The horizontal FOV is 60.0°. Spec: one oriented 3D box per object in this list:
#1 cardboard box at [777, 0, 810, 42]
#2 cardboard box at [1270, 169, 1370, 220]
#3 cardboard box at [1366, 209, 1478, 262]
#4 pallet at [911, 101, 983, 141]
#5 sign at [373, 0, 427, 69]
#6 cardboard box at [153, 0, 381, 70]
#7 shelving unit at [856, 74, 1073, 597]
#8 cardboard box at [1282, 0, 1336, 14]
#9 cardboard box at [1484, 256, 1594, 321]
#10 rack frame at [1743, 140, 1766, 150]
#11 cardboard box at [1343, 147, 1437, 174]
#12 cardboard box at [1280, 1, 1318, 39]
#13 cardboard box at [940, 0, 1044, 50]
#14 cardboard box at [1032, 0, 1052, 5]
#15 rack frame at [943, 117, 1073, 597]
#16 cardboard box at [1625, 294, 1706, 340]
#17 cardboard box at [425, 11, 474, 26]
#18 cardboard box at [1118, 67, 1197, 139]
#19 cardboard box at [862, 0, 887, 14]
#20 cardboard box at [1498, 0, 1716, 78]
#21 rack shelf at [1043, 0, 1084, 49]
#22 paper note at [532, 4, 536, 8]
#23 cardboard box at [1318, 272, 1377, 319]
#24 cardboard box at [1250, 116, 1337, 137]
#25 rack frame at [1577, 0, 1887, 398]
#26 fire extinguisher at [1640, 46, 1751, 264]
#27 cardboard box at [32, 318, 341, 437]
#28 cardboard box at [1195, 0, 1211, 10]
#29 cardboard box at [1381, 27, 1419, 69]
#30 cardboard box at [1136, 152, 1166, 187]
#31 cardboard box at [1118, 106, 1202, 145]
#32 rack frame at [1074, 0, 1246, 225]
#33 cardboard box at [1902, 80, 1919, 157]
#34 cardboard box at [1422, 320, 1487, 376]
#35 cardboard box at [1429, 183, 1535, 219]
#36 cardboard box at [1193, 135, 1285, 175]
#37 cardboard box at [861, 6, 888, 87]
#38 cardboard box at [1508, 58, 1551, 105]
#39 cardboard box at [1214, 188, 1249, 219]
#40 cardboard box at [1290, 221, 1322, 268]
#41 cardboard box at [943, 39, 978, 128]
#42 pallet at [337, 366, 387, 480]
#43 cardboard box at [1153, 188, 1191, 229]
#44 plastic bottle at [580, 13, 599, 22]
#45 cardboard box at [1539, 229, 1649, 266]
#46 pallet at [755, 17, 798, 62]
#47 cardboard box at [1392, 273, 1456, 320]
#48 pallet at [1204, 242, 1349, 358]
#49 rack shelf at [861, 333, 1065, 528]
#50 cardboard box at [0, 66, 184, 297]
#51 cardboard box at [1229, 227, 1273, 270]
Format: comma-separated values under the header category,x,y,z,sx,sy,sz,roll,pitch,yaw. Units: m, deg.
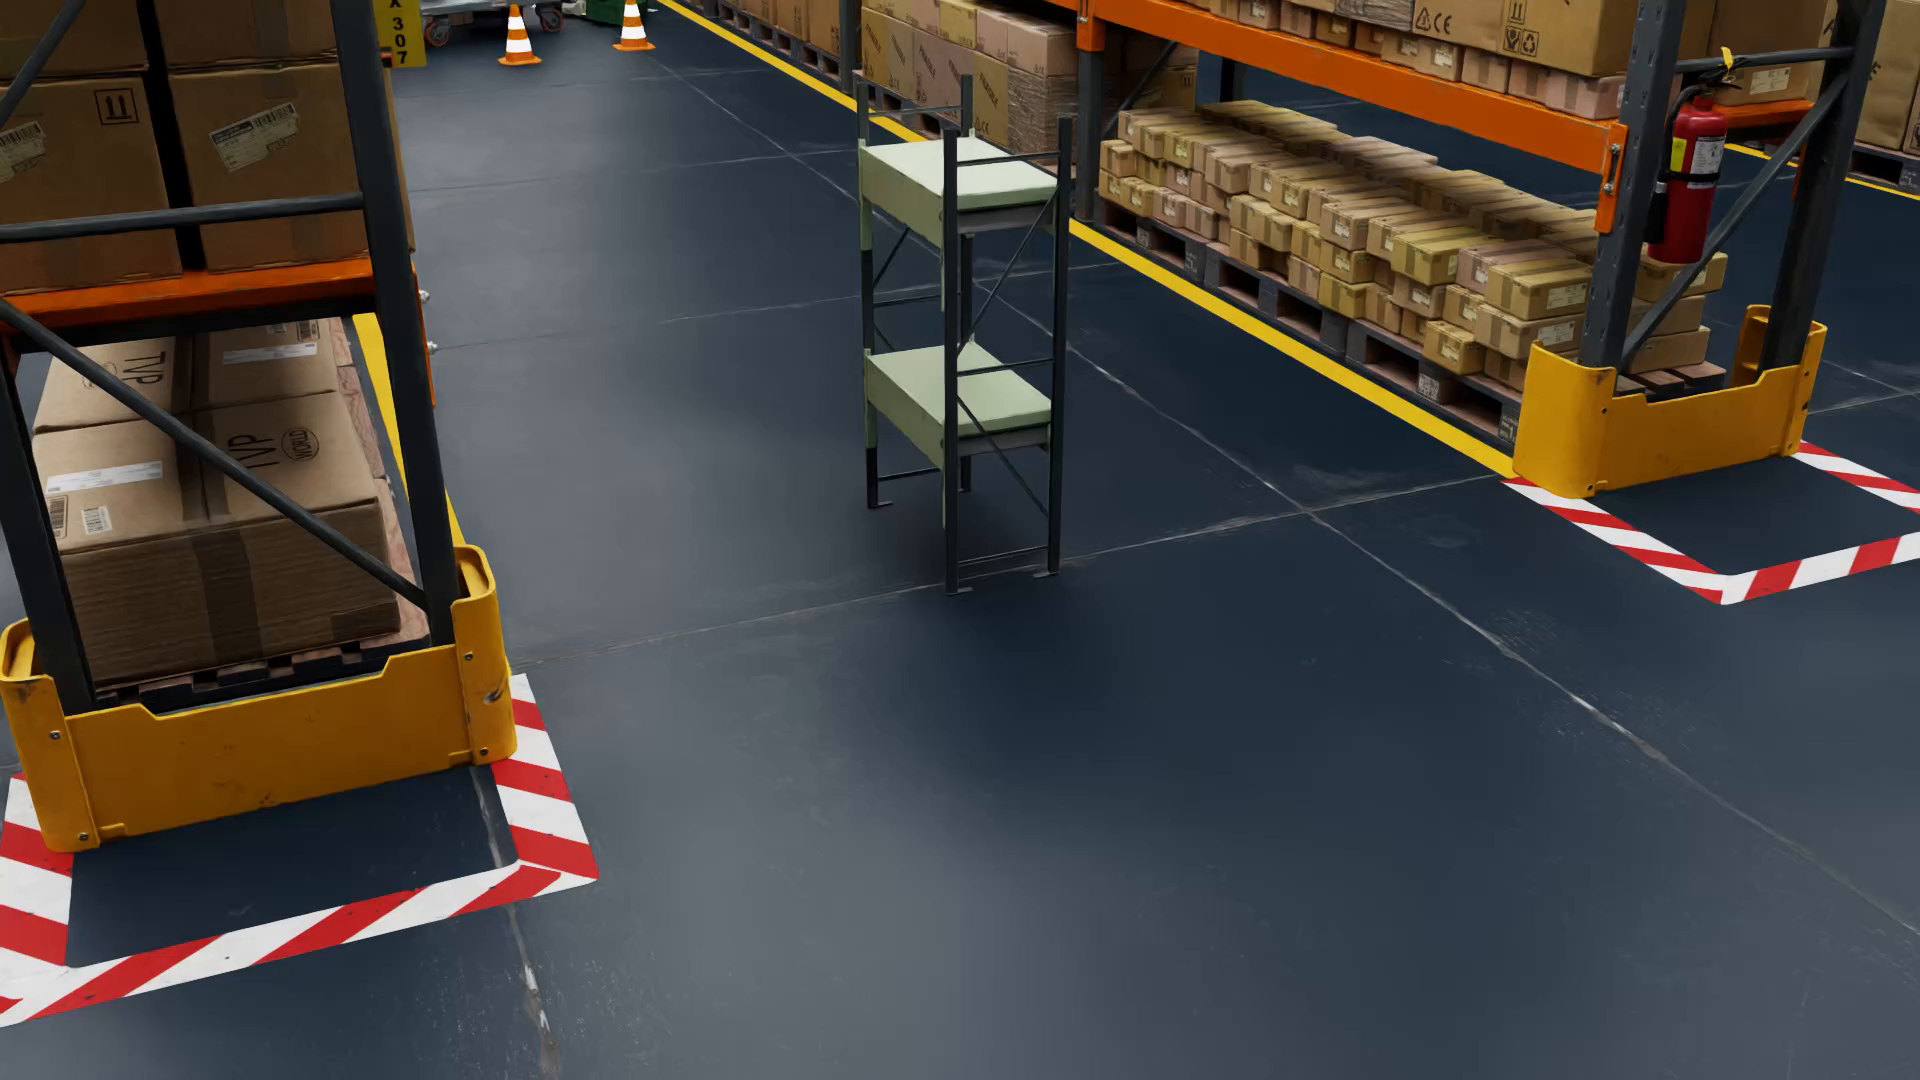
category,x,y,z,sx,sy,sz,roll,pitch,yaw
cardboard box,-0.931,-4.648,13.936,1.050,0.750,0.750,-10,28,-20
cardboard box,1.669,-1.606,7.714,0.380,0.149,0.250,-10,28,-20
cardboard box,1.956,-1.281,7.048,0.380,0.149,0.250,-12,28,-23
pallet,0.349,-2.796,11.235,1.003,0.211,1.213,-11,28,-21
sign,-1.299,-1.253,3.820,0.100,0.325,0.005,-11,28,-21
cardboard box,-1.738,-1.472,4.093,0.500,0.500,0.500,-11,28,-22
shelving unit,-0.003,-0.677,5.426,0.431,1.500,0.755,-11,28,-21
cardboard box,1.700,-2.557,7.116,0.500,0.500,0.500,-9,27,-18
cardboard box,2.263,-0.972,6.414,0.380,0.149,0.250,-10,28,-20
rack frame,5.740,-4.053,10.632,1.000,3.000,0.127,-11,28,-21
cardboard box,2.094,-1.804,8.118,0.380,0.149,0.250,-12,28,-22
cardboard box,1.655,-2.334,7.399,0.380,0.149,0.250,-9,28,-19
cardboard box,0.203,-3.322,10.651,0.500,0.250,0.500,-12,28,-23
cardboard box,0.684,-3.409,10.829,0.500,0.250,0.500,-9,28,-19
rack frame,0.141,-0.529,5.124,0.400,1.500,0.023,-11,28,-21
cardboard box,2.734,-0.924,6.654,0.380,0.149,0.250,-9,28,-18
cardboard box,-4.856,-5.049,15.788,0.396,0.266,0.258,13,29,24
cardboard box,1.091,-2.651,10.131,0.500,0.500,0.500,-9,28,-19
cardboard box,-0.383,-3.939,11.914,0.500,0.250,0.500,-12,28,-23
cardboard box,2.290,-1.942,5.857,0.500,0.500,0.500,-10,28,-20
rack shelf,0.353,-3.726,10.782,1.077,0.370,4.000,-11,28,-21
paper note,-4.212,-5.367,16.717,0.172,0.023,0.155,-1,26,-3
cardboard box,1.821,-1.108,7.372,0.380,0.149,0.250,-12,28,-23
cardboard box,1.756,-2.122,8.770,0.380,0.149,0.250,-11,28,-21
rack frame,2.703,-1.627,5.663,1.000,3.000,0.127,-11,28,-21
fire extinguisher,2.377,-1.243,5.391,0.296,0.674,0.183,-11,28,-21
cardboard box,-2.529,-0.390,5.572,0.875,0.438,0.875,-10,28,-19
cardboard box,1.370,-2.657,8.060,0.380,0.149,0.250,-12,28,-23
cardboard box,1.943,-2.013,6.740,0.380,0.149,0.250,-12,28,-23
cardboard box,1.166,-1.995,8.848,0.380,0.149,0.250,-10,28,-20
cardboard box,1.081,-2.242,9.015,0.380,0.149,0.250,-9,28,-19
rack frame,1.137,-3.241,8.970,1.000,3.000,0.127,-11,28,-21
cardboard box,6.277,-2.643,9.688,0.875,0.875,0.875,-11,28,-21
cardboard box,2.111,-0.797,6.735,0.380,0.149,0.250,-10,28,-19
cardboard box,2.338,-1.485,7.466,0.380,0.149,0.250,-9,28,-19
cardboard box,1.402,-1.925,8.367,0.380,0.149,0.250,-11,28,-22
cardboard box,-0.387,-3.592,12.059,0.500,0.500,0.500,-12,28,-23
cardboard box,2.253,-1.704,6.107,0.380,0.149,0.250,-11,28,-21
cardboard box,1.484,-1.678,8.200,0.380,0.149,0.250,-9,28,-18
cardboard box,1.731,-1.355,7.538,0.380,0.149,0.250,-9,27,-18
cardboard box,0.218,-2.977,10.800,0.500,0.500,0.500,-11,28,-22
pallet,-2.671,-0.283,6.090,1.003,0.211,1.213,-11,28,-21
cardboard box,1.233,-1.748,8.682,0.380,0.149,0.250,-11,28,-21
plastic bottle,-3.493,-5.003,15.927,0.283,0.061,0.133,18,31,33
cardboard box,2.592,-1.162,6.804,0.380,0.149,0.250,-10,28,-20
pallet,-1.143,-4.426,14.575,1.003,0.211,1.213,-11,28,-21
cardboard box,2.029,-1.041,6.896,0.380,0.149,0.250,-12,28,-23
pallet,1.914,-1.230,8.029,1.003,0.211,1.213,-11,28,-21
rack shelf,-0.003,-0.384,5.569,0.431,0.370,0.720,-11,28,-21
cardboard box,-2.244,-0.930,4.121,0.500,0.500,0.500,-10,28,-20
cardboard box,1.529,-1.430,8.031,0.380,0.149,0.250,-11,28,-22
